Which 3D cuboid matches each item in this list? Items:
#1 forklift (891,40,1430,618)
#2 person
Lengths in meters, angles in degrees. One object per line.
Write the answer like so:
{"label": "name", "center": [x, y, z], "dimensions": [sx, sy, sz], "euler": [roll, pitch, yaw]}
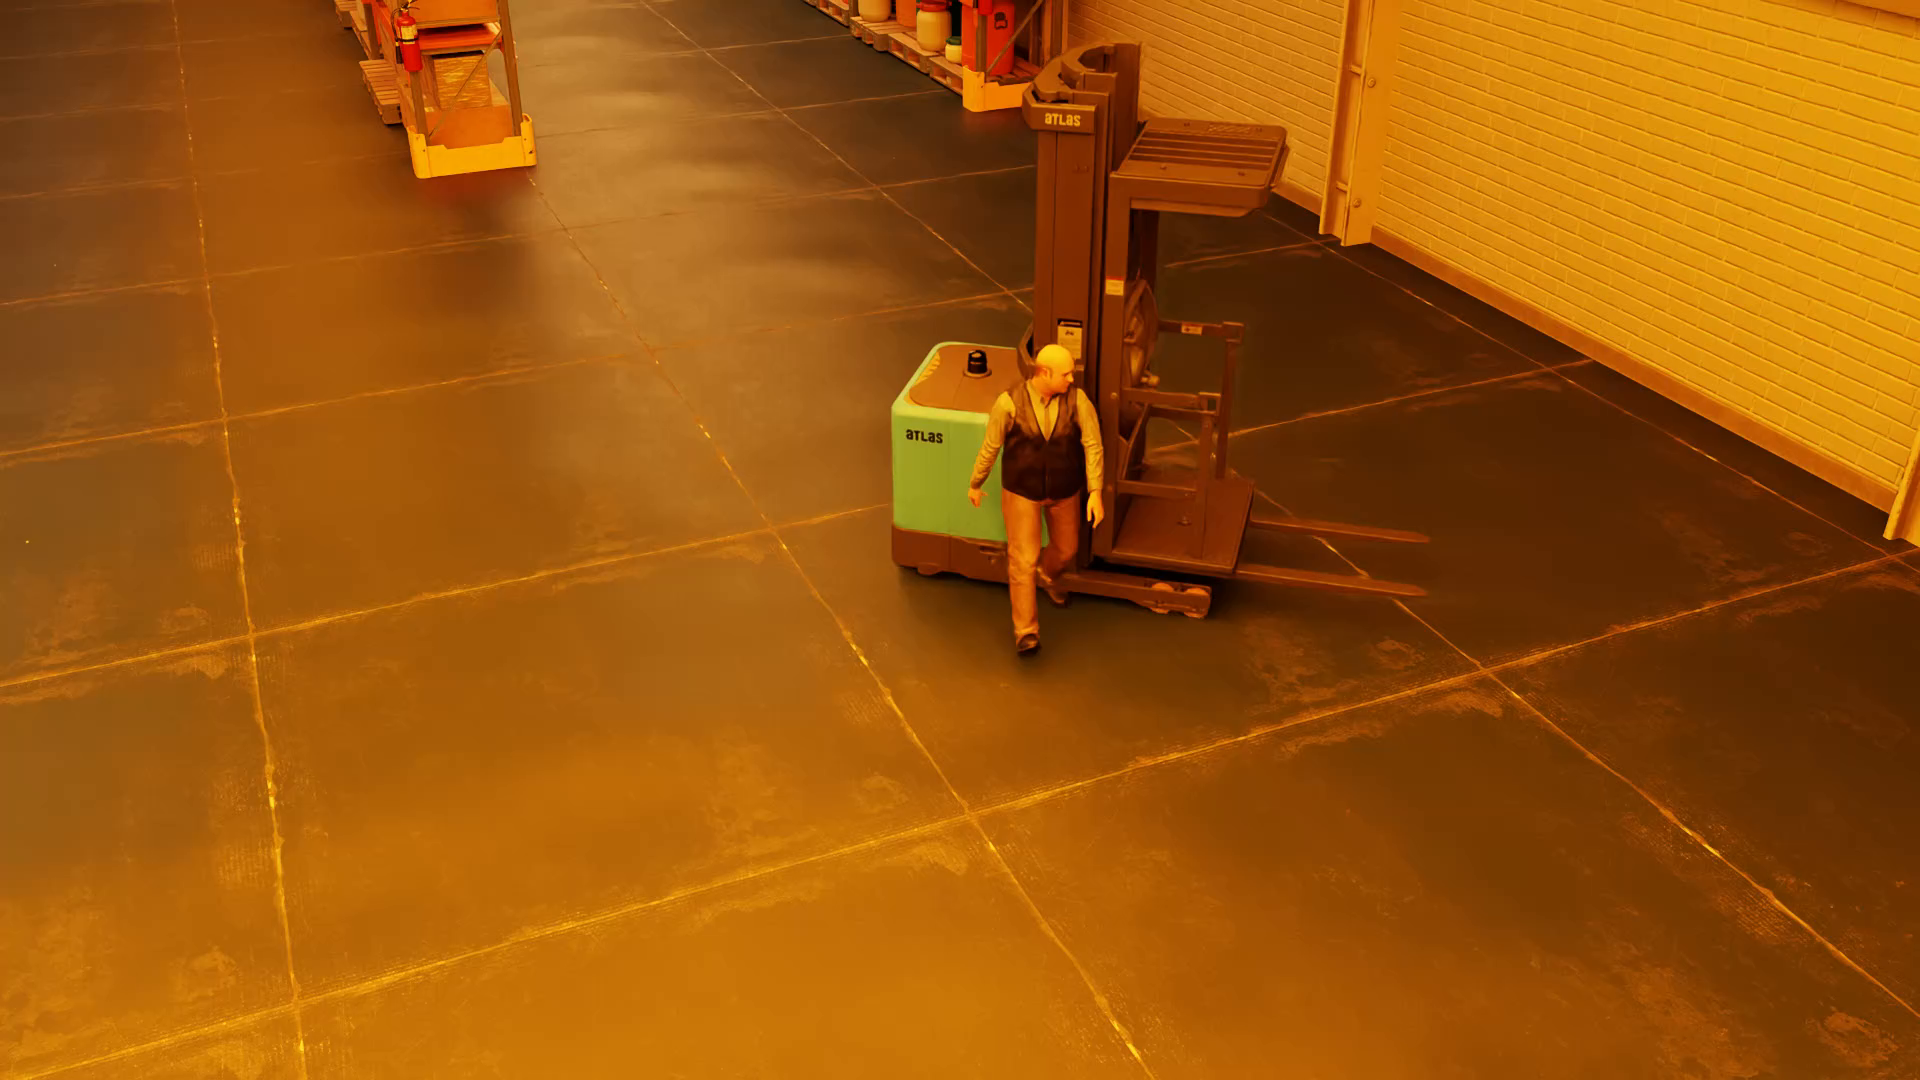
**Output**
{"label": "forklift", "center": [1.176, -1.129, 9.094], "dimensions": [3.031, 2.935, 1.130], "euler": [8, 31, 13]}
{"label": "person", "center": [0.415, -0.225, 8.794], "dimensions": [0.680, 1.653, 0.939], "euler": [-6, 30, -10]}
